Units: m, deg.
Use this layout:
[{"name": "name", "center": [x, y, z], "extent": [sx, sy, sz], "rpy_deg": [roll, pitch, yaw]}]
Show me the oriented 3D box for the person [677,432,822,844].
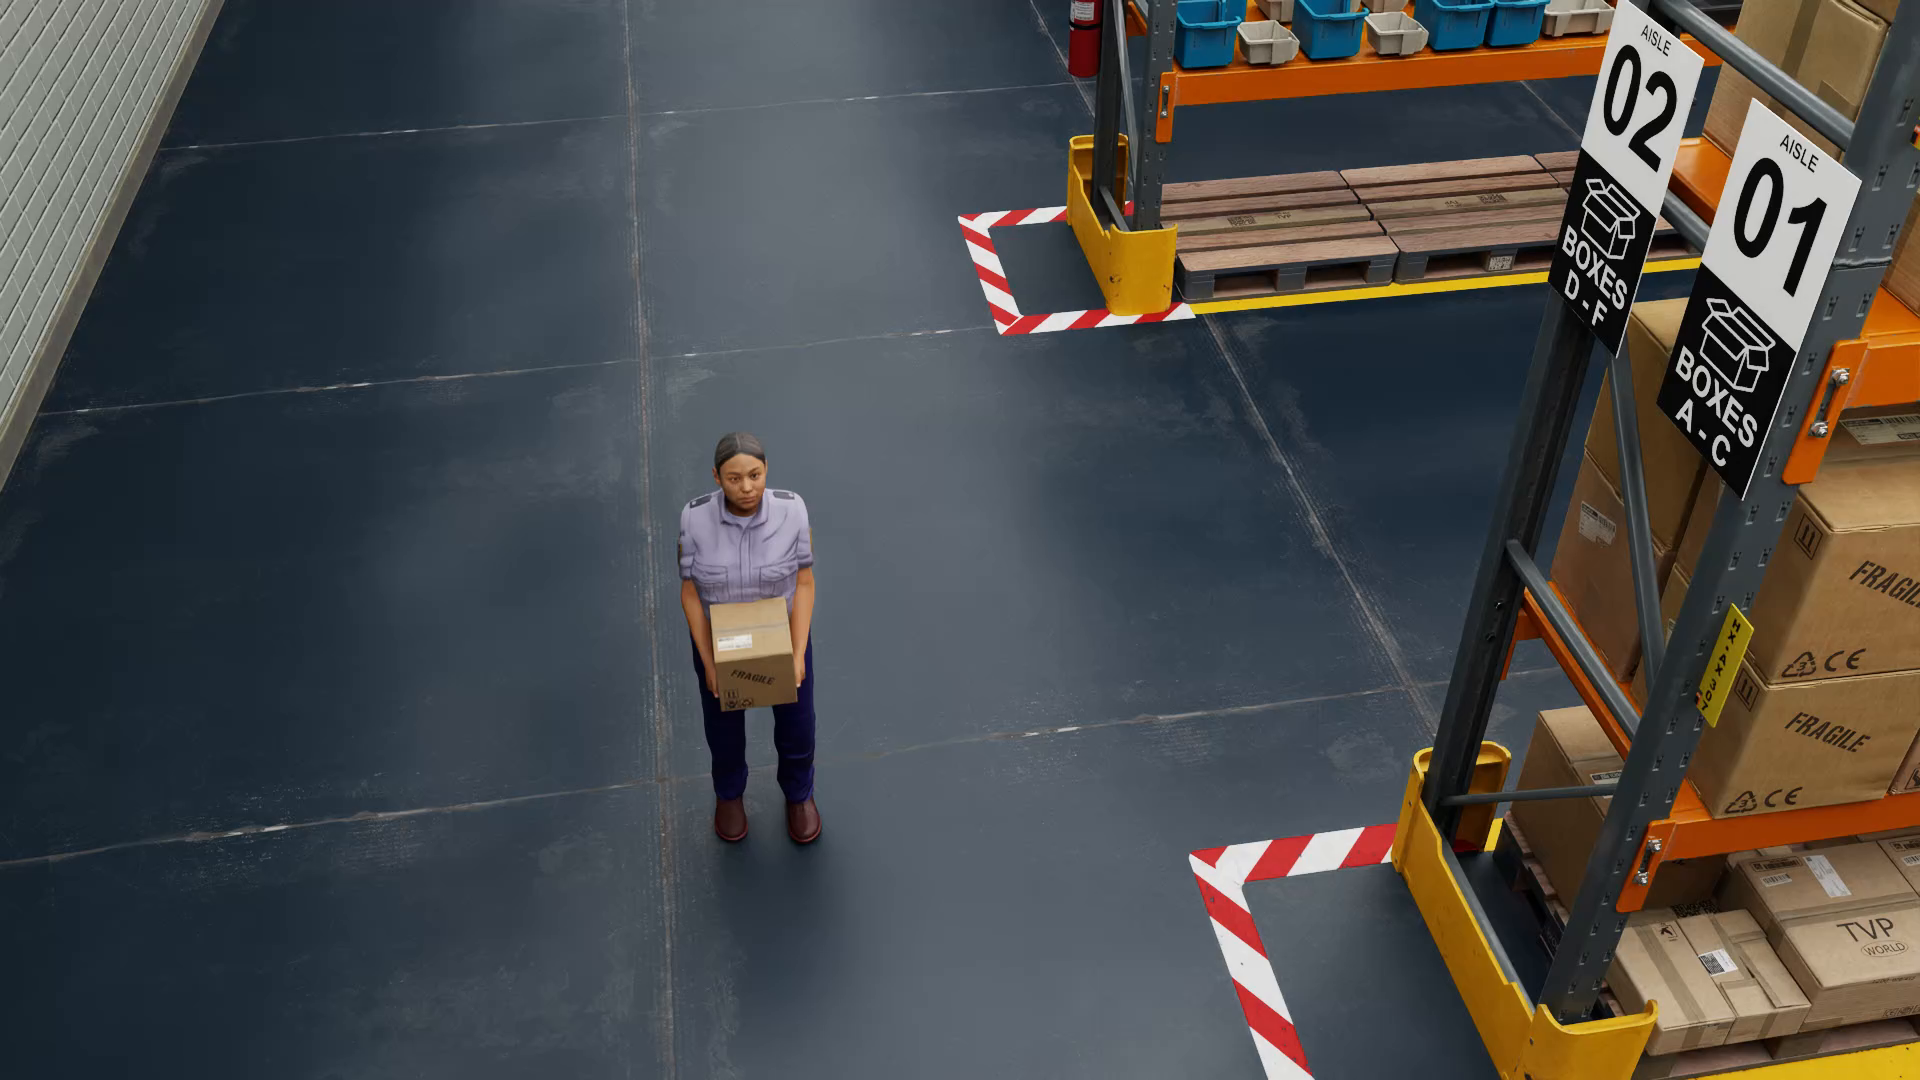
[{"name": "person", "center": [-0.697, 0.396, 5.684], "extent": [0.452, 1.634, 0.516], "rpy_deg": [-6, 39, -8]}]
